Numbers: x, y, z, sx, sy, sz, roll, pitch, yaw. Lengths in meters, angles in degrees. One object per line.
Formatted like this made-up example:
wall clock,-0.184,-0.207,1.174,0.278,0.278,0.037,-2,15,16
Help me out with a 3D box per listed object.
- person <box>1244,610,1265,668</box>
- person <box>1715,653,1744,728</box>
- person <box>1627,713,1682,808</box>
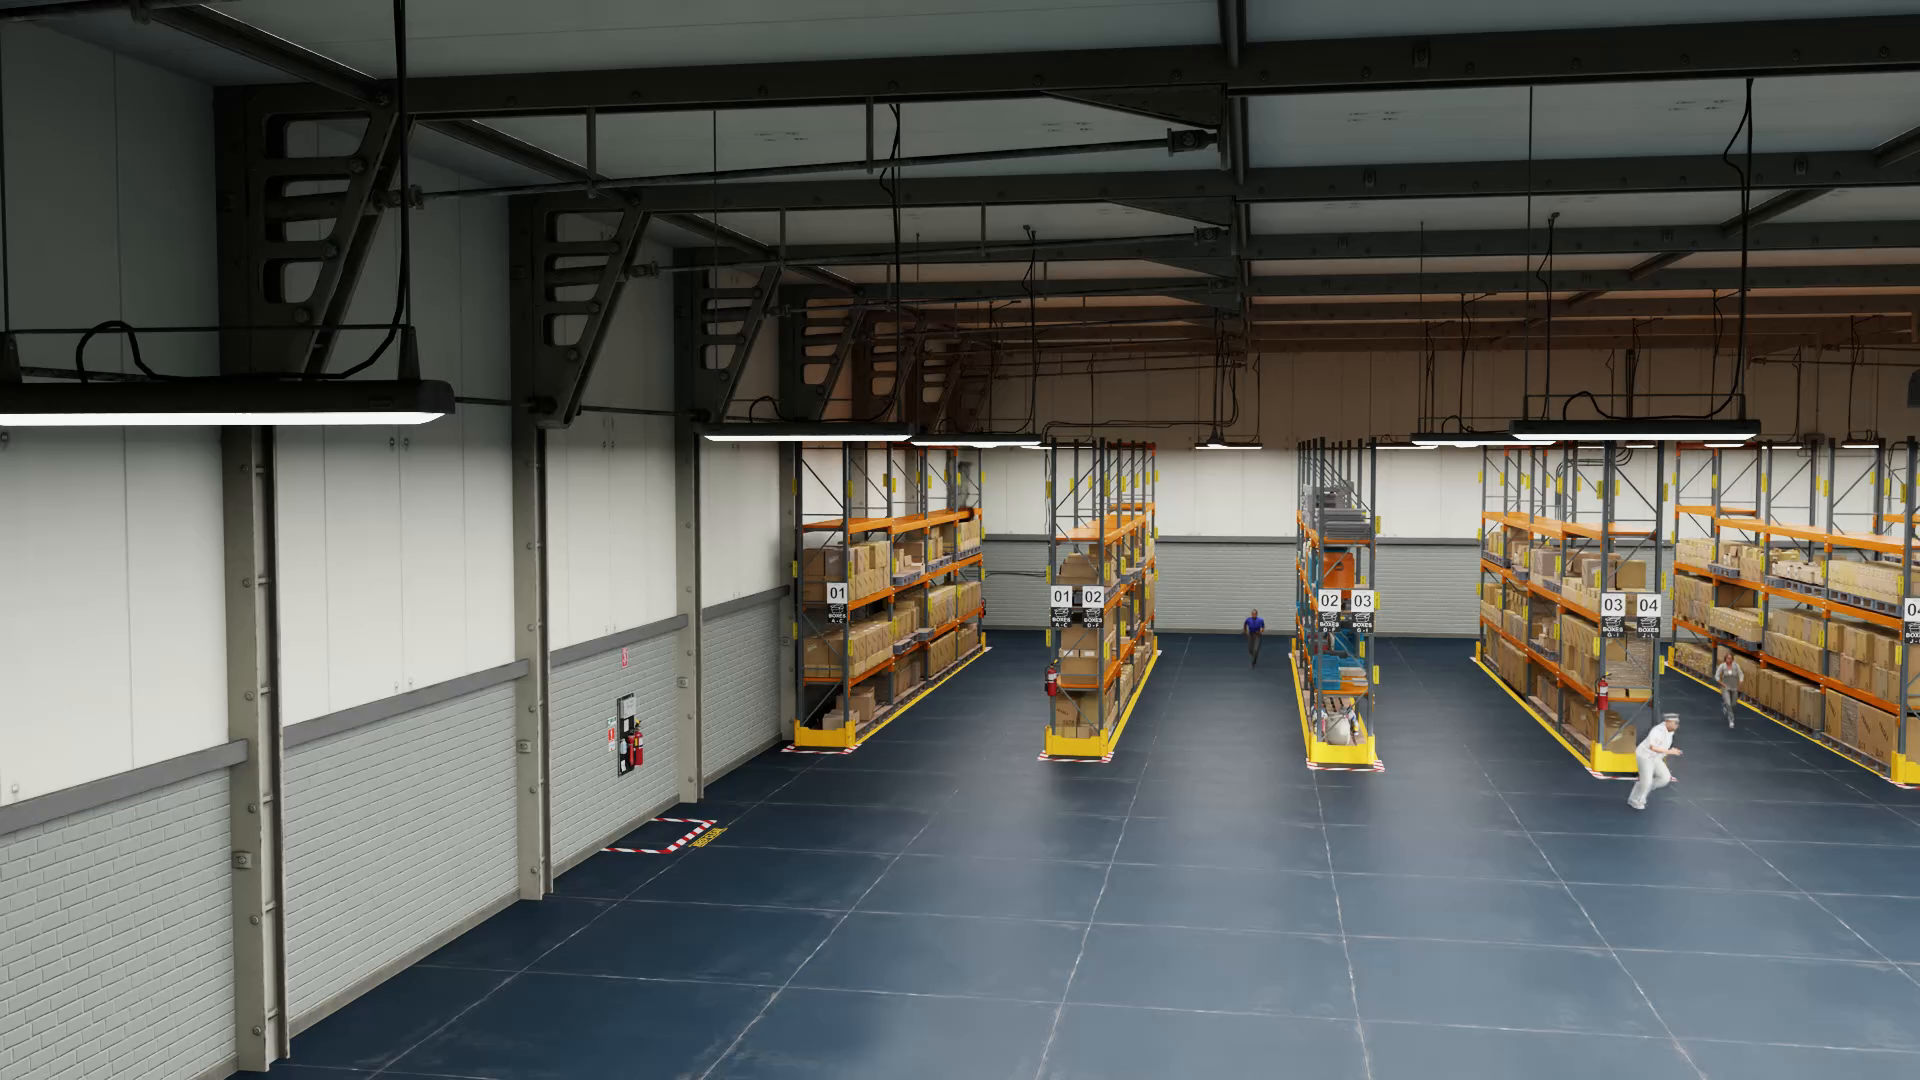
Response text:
person,7.796,2.627,44.083,0.563,1.574,0.689,1,3,11
person,16.078,3.140,34.798,0.565,1.541,0.673,1,3,12
person,11.161,3.522,26.606,0.700,1.581,0.912,-2,4,-39
